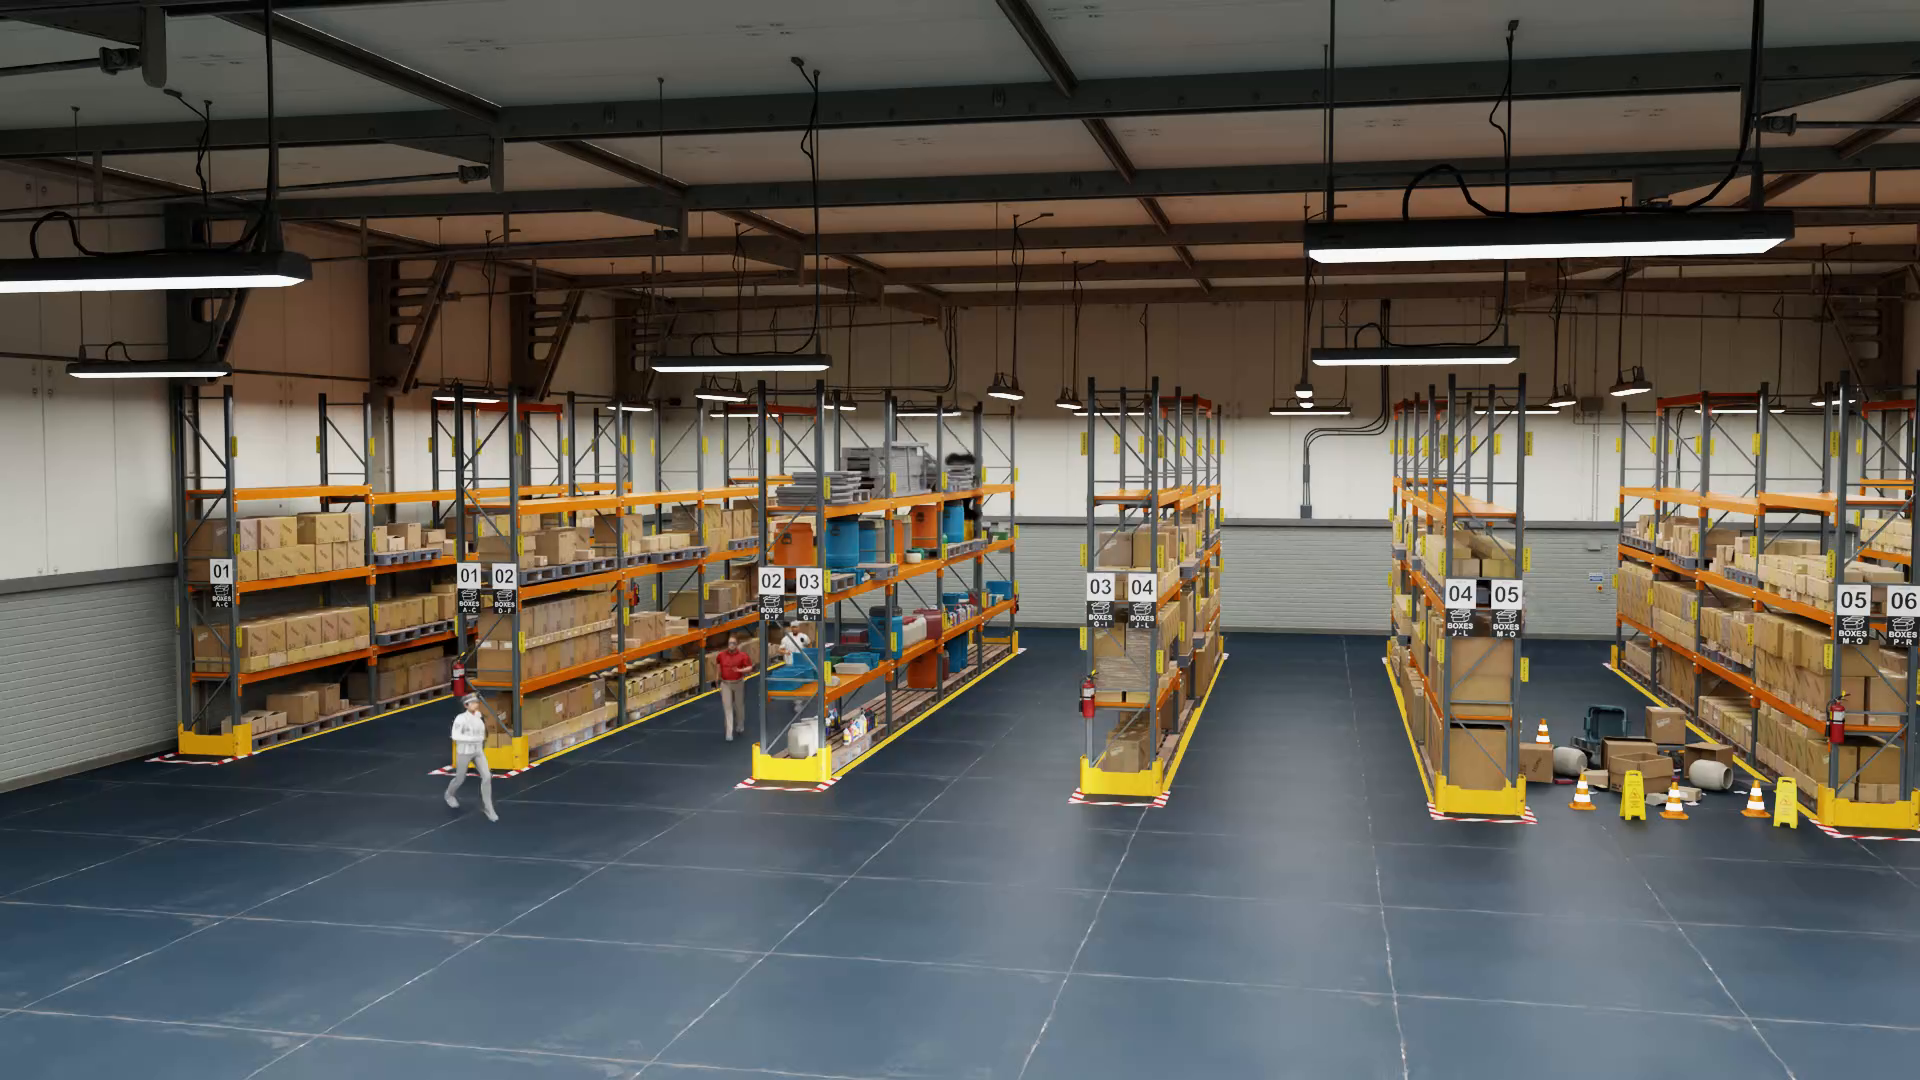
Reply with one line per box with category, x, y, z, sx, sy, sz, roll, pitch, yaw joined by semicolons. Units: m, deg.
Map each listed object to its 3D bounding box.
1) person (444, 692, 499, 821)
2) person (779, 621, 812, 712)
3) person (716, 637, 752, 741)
person;-6.669;2.911;22.456;0.997;1.738;0.549;3;4;39
person;-3.144;2.385;31.764;0.602;1.671;0.934;0;3;2
person;-3.886;2.498;28.582;0.660;1.693;0.914;0;3;-2
